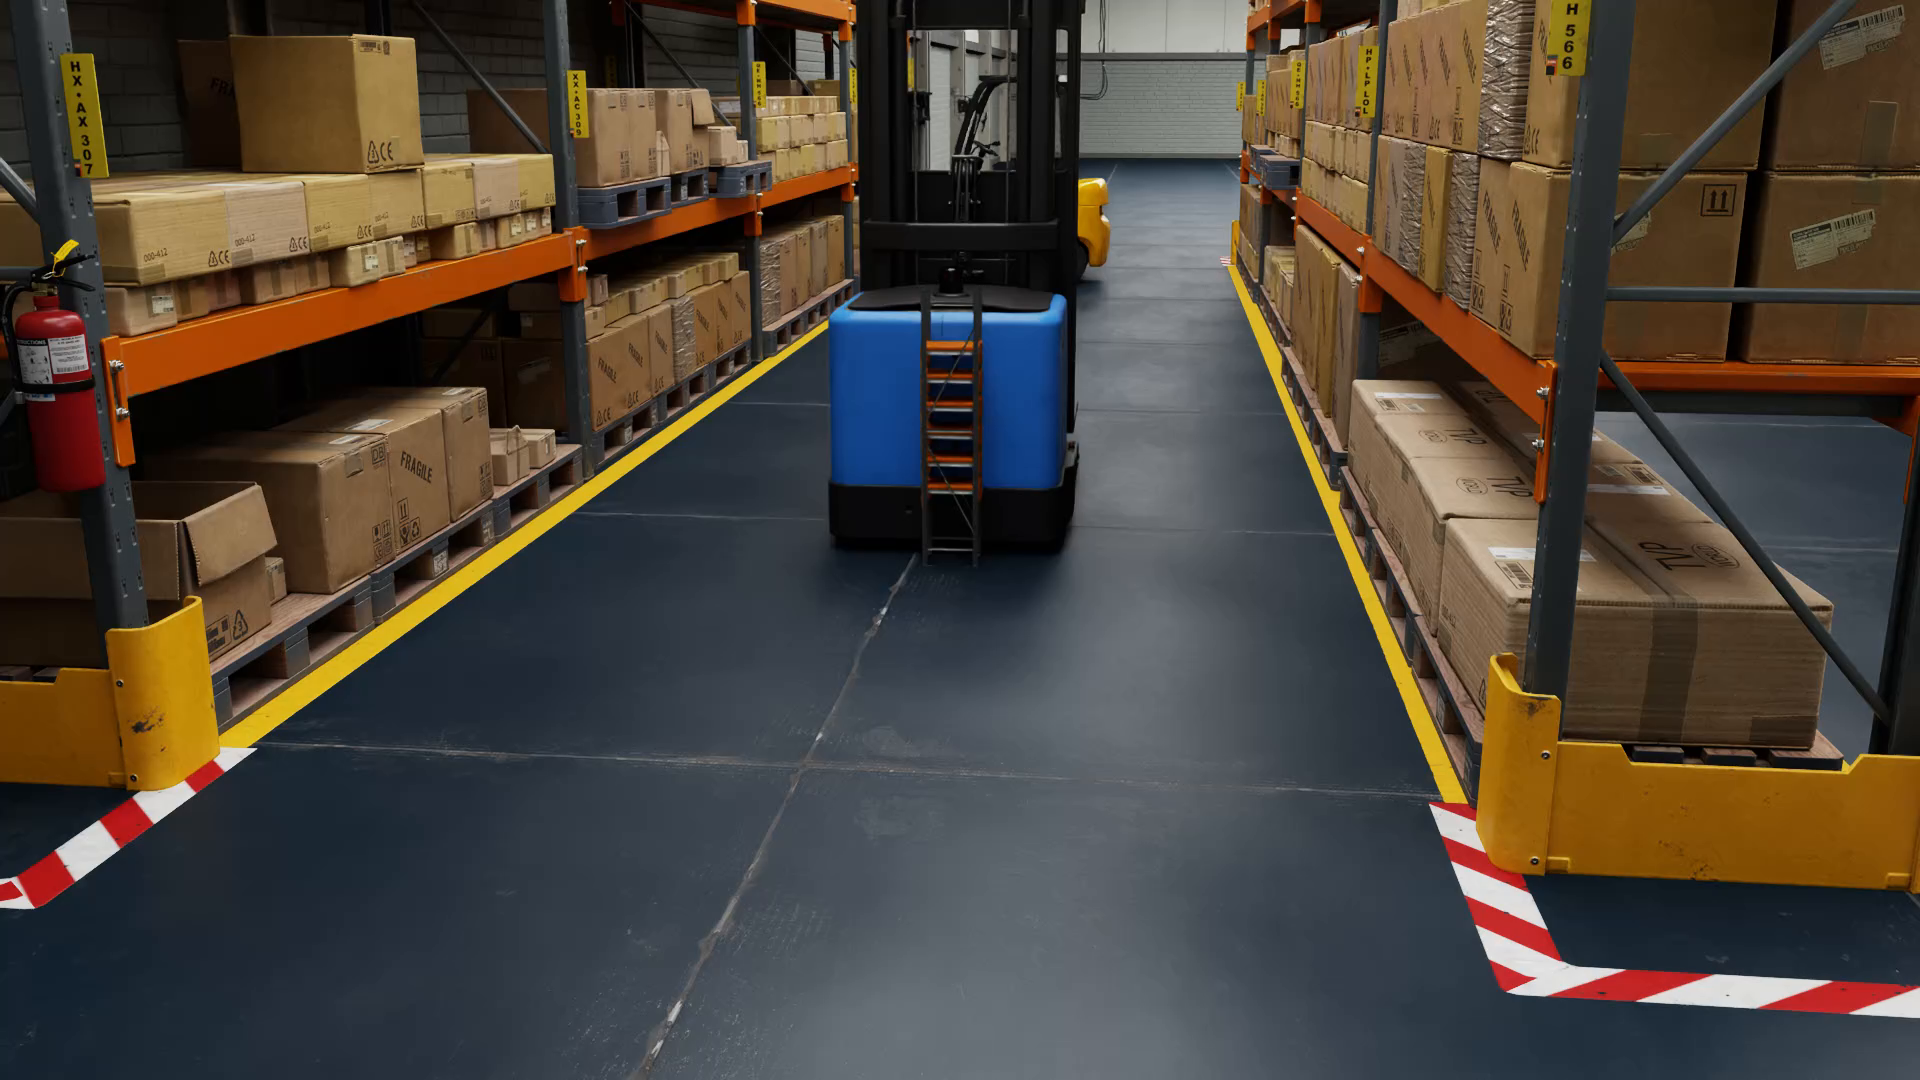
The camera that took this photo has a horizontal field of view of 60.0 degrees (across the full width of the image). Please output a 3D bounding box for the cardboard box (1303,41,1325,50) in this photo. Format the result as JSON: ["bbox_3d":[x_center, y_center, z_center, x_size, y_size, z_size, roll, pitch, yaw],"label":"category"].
[{"bbox_3d":[3.640,-4.495,15.861,0.700,0.500,0.500,2,15,6],"label":"cardboard box"}]

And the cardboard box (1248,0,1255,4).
[{"bbox_3d":[3.505,-6.146,18.617,0.500,0.250,0.500,1,15,5],"label":"cardboard box"}]

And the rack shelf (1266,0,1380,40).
[{"bbox_3d":[3.149,-4.294,13.429,1.077,0.370,4.000,2,15,6],"label":"rack shelf"}]

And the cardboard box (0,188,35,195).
[{"bbox_3d":[-3.124,-0.944,5.123,0.500,0.250,0.500,2,15,8],"label":"cardboard box"}]

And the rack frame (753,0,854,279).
[{"bbox_3d":[-1.558,-3.858,16.182,1.000,3.000,0.127,2,15,6],"label":"rack frame"}]

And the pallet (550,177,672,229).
[{"bbox_3d":[-2.262,-1.894,9.288,1.003,0.211,1.213,2,15,6],"label":"pallet"}]

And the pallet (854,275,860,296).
[{"bbox_3d":[-1.426,-2.717,17.304,1.003,0.211,1.213,2,15,6],"label":"pallet"}]

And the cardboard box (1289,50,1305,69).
[{"bbox_3d":[2.828,-3.815,13.217,0.380,0.149,0.250,1,15,4],"label":"cardboard box"}]

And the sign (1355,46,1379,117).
[{"bbox_3d":[1.932,-2.172,7.880,0.100,0.325,0.005,2,15,6],"label":"sign"}]

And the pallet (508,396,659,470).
[{"bbox_3d":[-2.406,-0.649,9.657,1.003,0.211,1.213,2,15,6],"label":"pallet"}]

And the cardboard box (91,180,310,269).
[{"bbox_3d":[-2.536,-1.057,5.542,0.500,0.250,0.500,2,15,7],"label":"cardboard box"}]

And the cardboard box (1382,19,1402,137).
[{"bbox_3d":[2.178,-2.052,7.397,0.500,0.500,0.500,2,15,7],"label":"cardboard box"}]

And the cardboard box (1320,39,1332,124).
[{"bbox_3d":[2.505,-2.822,10.247,0.500,0.500,0.500,2,15,8],"label":"cardboard box"}]

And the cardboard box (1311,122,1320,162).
[{"bbox_3d":[2.561,-2.586,10.808,0.500,0.250,0.500,2,15,8],"label":"cardboard box"}]

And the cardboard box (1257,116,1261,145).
[{"bbox_3d":[3.229,-4.161,16.541,0.500,0.500,0.500,2,15,8],"label":"cardboard box"}]

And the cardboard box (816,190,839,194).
[{"bbox_3d":[-1.582,-3.612,17.820,0.500,0.250,0.500,2,15,7],"label":"cardboard box"}]

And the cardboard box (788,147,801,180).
[{"bbox_3d":[-1.603,-3.120,13.740,0.500,0.250,0.500,1,15,4],"label":"cardboard box"}]

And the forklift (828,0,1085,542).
[{"bbox_3d":[0.066,-1.740,8.480,1.130,2.935,3.031,1,15,5],"label":"forklift"}]

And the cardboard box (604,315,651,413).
[{"bbox_3d":[-2.132,-1.036,9.731,0.500,0.500,0.500,1,15,6],"label":"cardboard box"}]

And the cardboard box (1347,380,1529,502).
[{"bbox_3d":[2.294,-0.444,7.660,0.875,0.438,0.875,1,15,5],"label":"cardboard box"}]

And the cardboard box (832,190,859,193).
[{"bbox_3d":[-1.079,-3.594,17.753,0.500,0.250,0.500,2,15,8],"label":"cardboard box"}]

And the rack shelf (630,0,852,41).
[{"bbox_3d":[-1.783,-4.440,13.966,1.077,0.370,4.000,2,15,6],"label":"rack shelf"}]

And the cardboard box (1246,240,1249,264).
[{"bbox_3d":[3.286,-3.019,17.544,0.500,0.250,0.500,2,15,7],"label":"cardboard box"}]

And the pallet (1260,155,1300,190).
[{"bbox_3d":[2.898,-2.770,12.528,1.213,0.211,1.003,2,15,6],"label":"pallet"}]

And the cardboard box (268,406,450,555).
[{"bbox_3d":[-2.455,-0.252,6.831,0.500,0.500,0.500,2,15,7],"label":"cardboard box"}]

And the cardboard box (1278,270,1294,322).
[{"bbox_3d":[3.072,-1.947,13.346,0.950,0.372,0.625,1,15,5],"label":"cardboard box"}]

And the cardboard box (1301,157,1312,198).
[{"bbox_3d":[2.618,-2.483,11.386,0.500,0.250,0.500,1,15,5],"label":"cardboard box"}]

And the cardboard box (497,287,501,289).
[{"bbox_3d":[-2.575,-1.465,10.073,0.380,0.149,0.250,2,15,8],"label":"cardboard box"}]

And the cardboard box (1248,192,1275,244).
[{"bbox_3d":[3.287,-3.375,17.425,0.500,0.500,0.500,3,15,9],"label":"cardboard box"}]

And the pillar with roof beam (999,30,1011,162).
[{"bbox_3d":[5.582,-15.291,46.972,9.100,9.000,0.400,2,15,6],"label":"pillar with roof beam"}]

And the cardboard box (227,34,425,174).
[{"bbox_3d":[-2.424,-1.677,6.399,0.500,0.500,0.500,2,15,8],"label":"cardboard box"}]

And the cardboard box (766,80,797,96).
[{"bbox_3d":[-1.822,-4.454,16.384,0.380,0.149,0.250,2,15,6],"label":"cardboard box"}]

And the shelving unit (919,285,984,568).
[{"bbox_3d":[-0.035,-0.484,7.152,0.258,1.200,0.189,1,15,5],"label":"shelving unit"}]

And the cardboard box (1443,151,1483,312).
[{"bbox_3d":[1.932,-1.045,5.587,0.500,0.500,0.500,2,15,8],"label":"cardboard box"}]

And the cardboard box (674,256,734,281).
[{"bbox_3d":[-1.813,-1.922,11.765,0.380,0.149,0.250,1,15,3],"label":"cardboard box"}]

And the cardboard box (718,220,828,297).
[{"bbox_3d":[-1.701,-2.577,15.192,0.875,0.625,0.625,2,15,6],"label":"cardboard box"}]

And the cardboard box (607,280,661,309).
[{"bbox_3d":[-2.071,-1.518,10.270,0.380,0.149,0.250,2,15,8],"label":"cardboard box"}]

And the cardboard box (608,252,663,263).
[{"bbox_3d":[-2.378,-2.003,12.066,0.380,0.149,0.250,2,15,9],"label":"cardboard box"}]

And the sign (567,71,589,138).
[{"bbox_3d":[-1.920,-2.187,8.344,0.100,0.325,0.005,2,15,6],"label":"sign"}]

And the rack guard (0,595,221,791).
[{"bbox_3d":[-2.903,0.442,5.071,1.175,0.500,0.348,2,15,6],"label":"rack guard"}]

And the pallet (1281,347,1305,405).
[{"bbox_3d":[2.759,-1.127,11.424,1.003,0.211,1.213,2,15,6],"label":"pallet"}]

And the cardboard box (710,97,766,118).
[{"bbox_3d":[-1.681,-3.256,12.521,0.380,0.149,0.250,2,15,8],"label":"cardboard box"}]

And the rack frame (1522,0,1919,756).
[{"bbox_3d":[2.021,-0.600,4.135,1.000,3.000,0.127,2,15,6],"label":"rack frame"}]

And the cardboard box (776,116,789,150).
[{"bbox_3d":[-1.659,-3.227,13.178,0.500,0.250,0.500,2,15,8],"label":"cardboard box"}]

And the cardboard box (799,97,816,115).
[{"bbox_3d":[-1.443,-3.721,14.241,0.380,0.149,0.250,1,15,5],"label":"cardboard box"}]

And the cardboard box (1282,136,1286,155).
[{"bbox_3d":[2.705,-3.052,12.878,0.380,0.149,0.250,1,15,4],"label":"cardboard box"}]

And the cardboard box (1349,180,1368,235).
[{"bbox_3d":[2.272,-1.689,8.449,0.500,0.250,0.500,1,15,5],"label":"cardboard box"}]

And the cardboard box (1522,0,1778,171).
[{"bbox_3d":[1.838,-1.263,4.479,0.500,0.500,0.500,2,15,8],"label":"cardboard box"}]

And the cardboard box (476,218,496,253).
[{"bbox_3d":[-2.315,-1.368,7.455,0.380,0.149,0.250,2,15,8],"label":"cardboard box"}]

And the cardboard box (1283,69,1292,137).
[{"bbox_3d":[2.746,-3.330,12.665,0.500,0.500,0.500,1,15,5],"label":"cardboard box"}]

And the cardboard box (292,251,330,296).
[{"bbox_3d":[-2.511,-0.970,5.986,0.380,0.149,0.250,2,15,7],"label":"cardboard box"}]

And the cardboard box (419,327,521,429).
[{"bbox_3d":[-2.699,-0.915,9.283,0.500,0.500,0.500,2,15,6],"label":"cardboard box"}]

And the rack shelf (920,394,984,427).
[{"bbox_3d":[-0.035,-0.556,7.132,0.258,0.103,0.180,1,15,5],"label":"rack shelf"}]

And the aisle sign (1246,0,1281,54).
[{"bbox_3d":[3.525,-6.030,19.235,0.394,0.787,0.004,2,15,6],"label":"aisle sign"}]

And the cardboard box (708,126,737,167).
[{"bbox_3d":[-1.807,-2.667,11.263,0.500,0.250,0.500,1,15,4],"label":"cardboard box"}]
